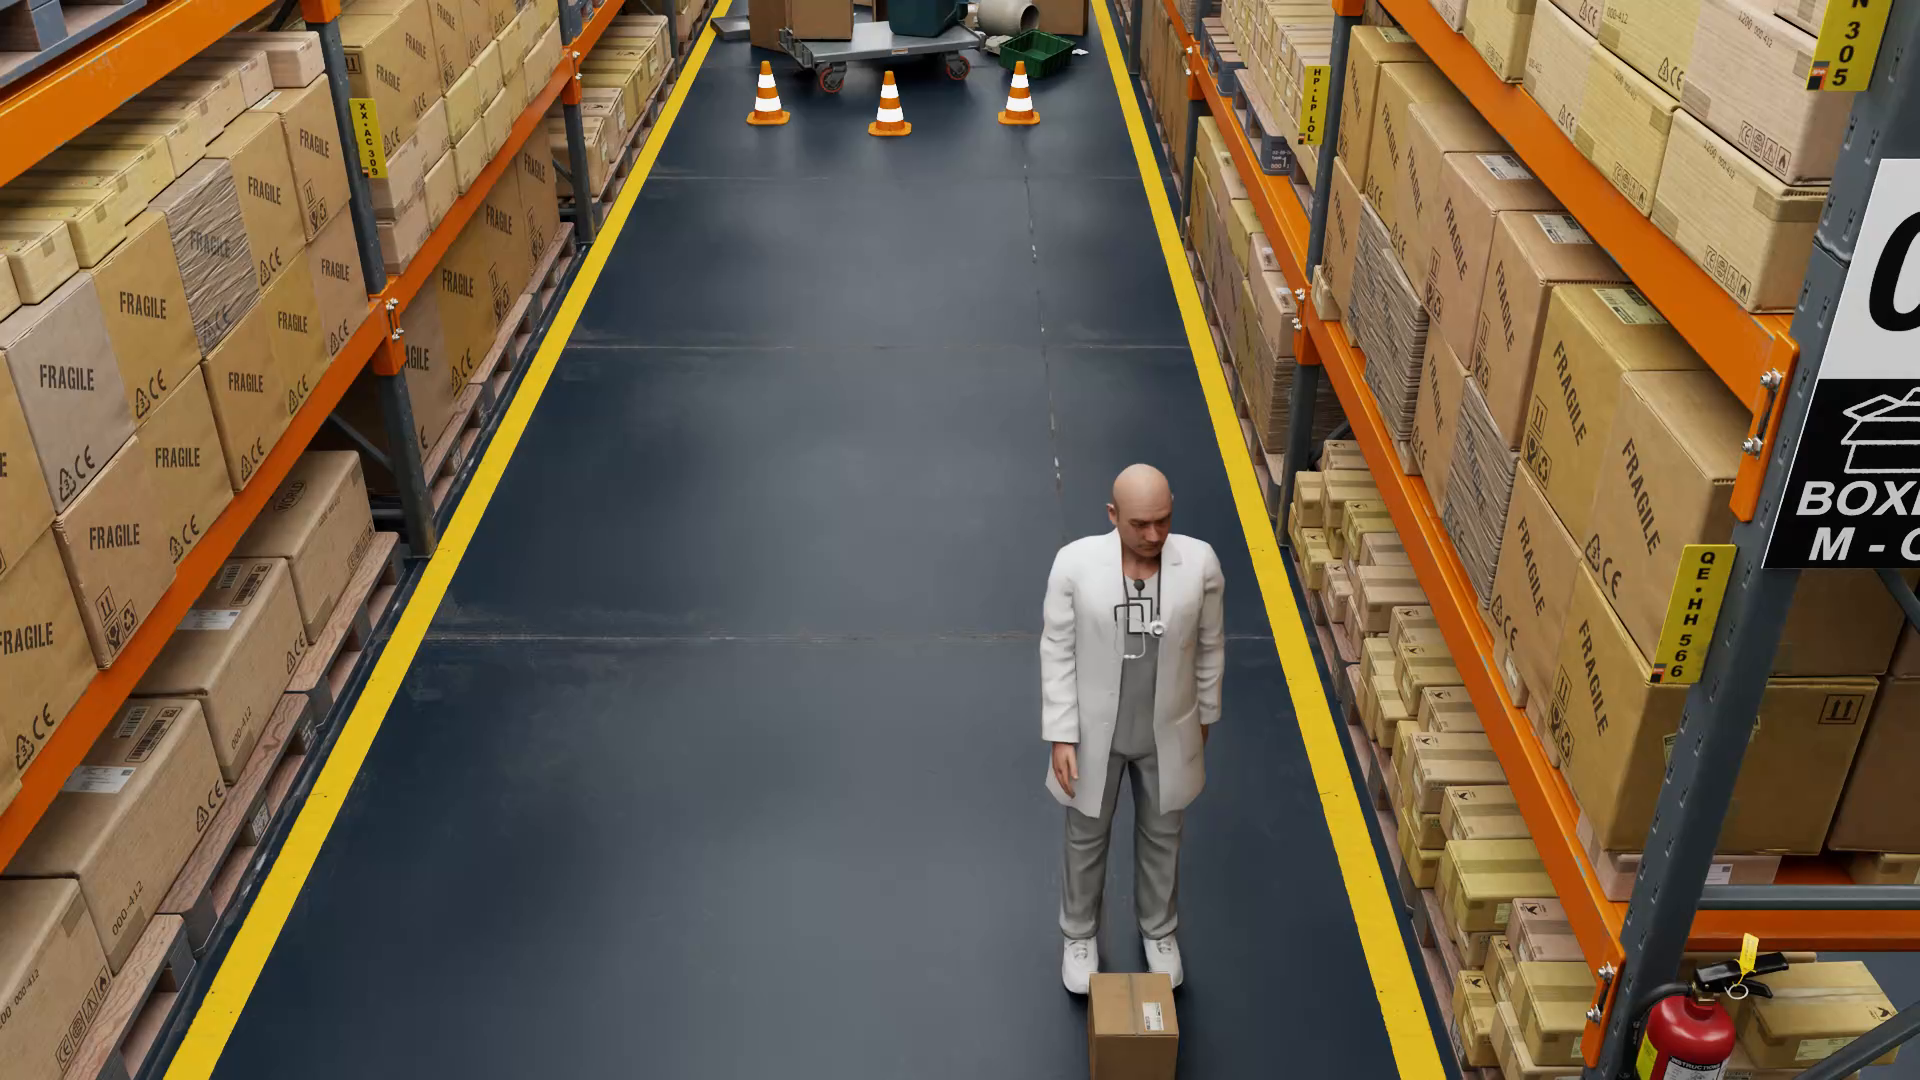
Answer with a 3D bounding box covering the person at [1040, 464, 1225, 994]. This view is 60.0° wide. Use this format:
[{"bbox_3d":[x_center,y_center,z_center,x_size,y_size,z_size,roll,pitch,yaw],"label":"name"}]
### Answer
[{"bbox_3d":[0.529,0.615,5.109,0.573,1.789,0.459,0,31,-1],"label":"person"}]
